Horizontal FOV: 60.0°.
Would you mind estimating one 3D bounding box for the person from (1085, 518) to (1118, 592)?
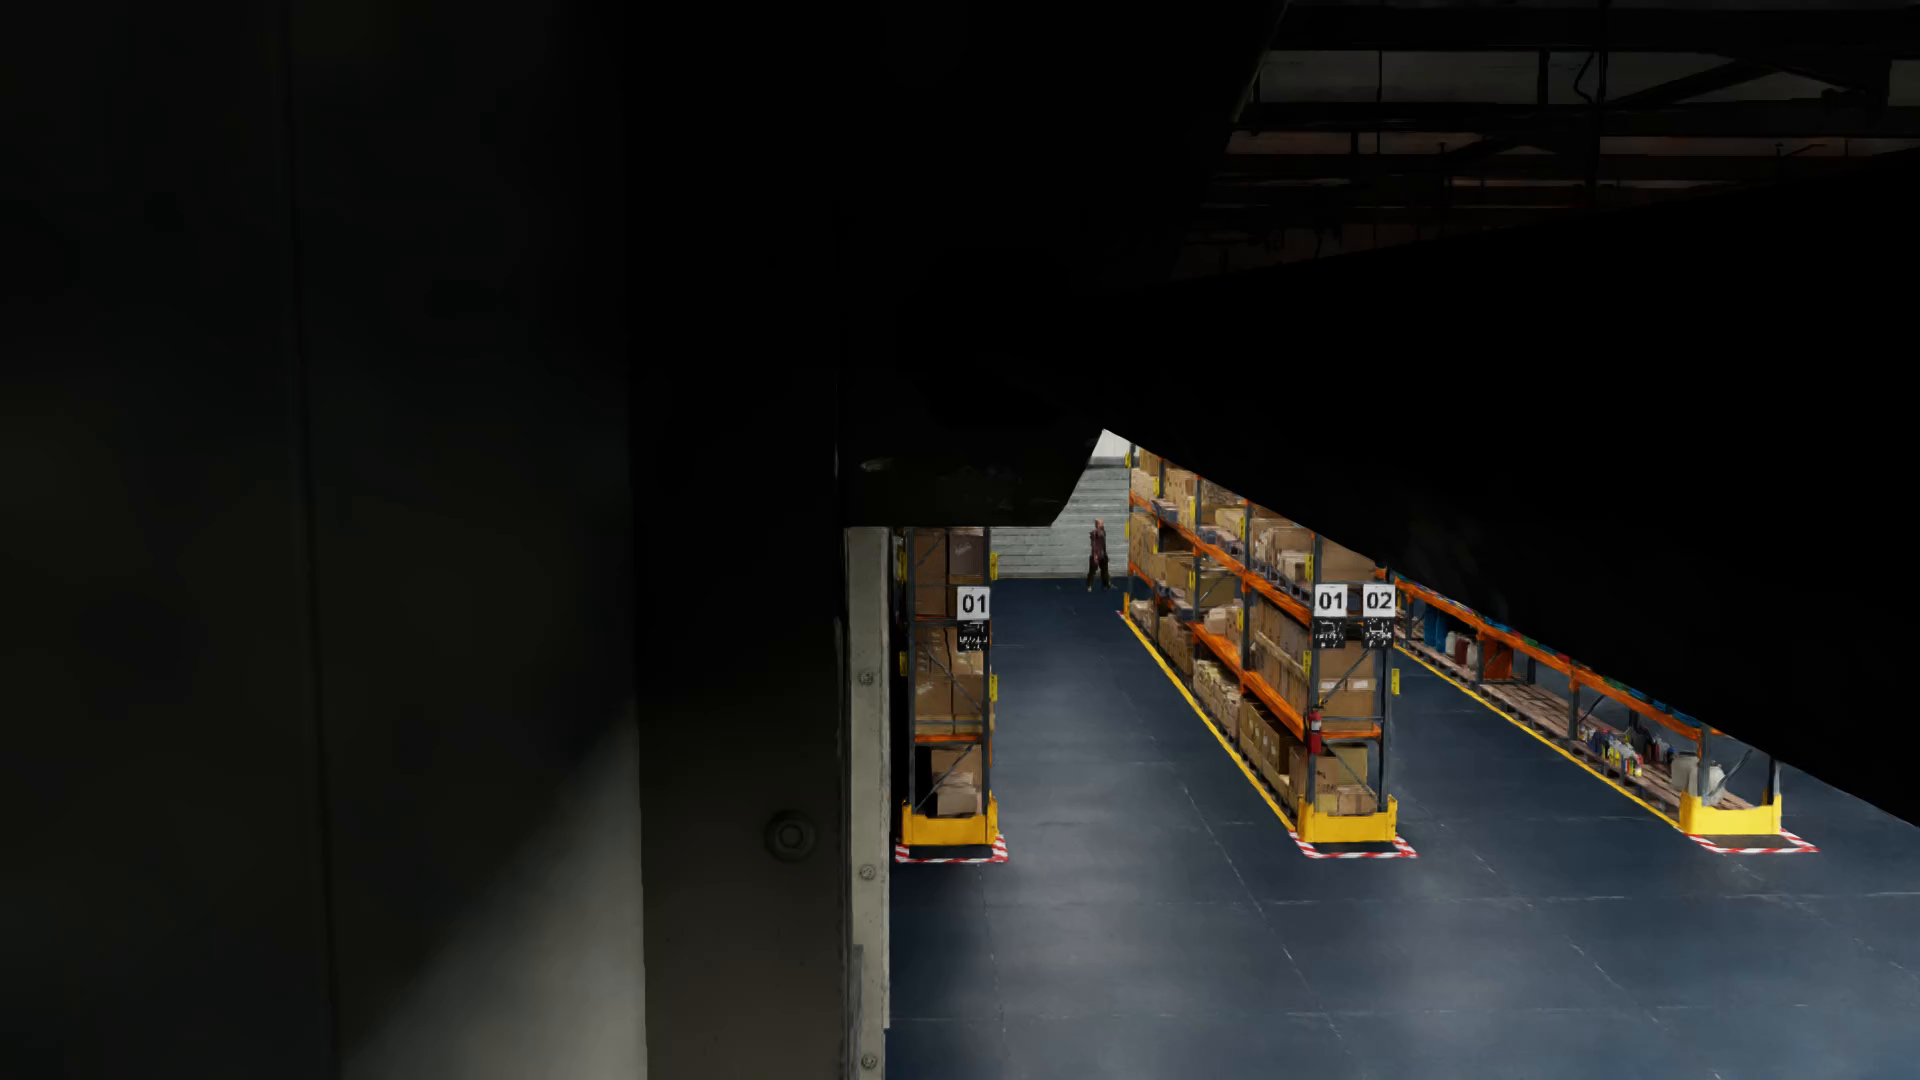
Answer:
[{"bbox_3d":[3.353,0.345,39.846,0.613,1.749,0.778,5,9,36],"label":"person"}]
